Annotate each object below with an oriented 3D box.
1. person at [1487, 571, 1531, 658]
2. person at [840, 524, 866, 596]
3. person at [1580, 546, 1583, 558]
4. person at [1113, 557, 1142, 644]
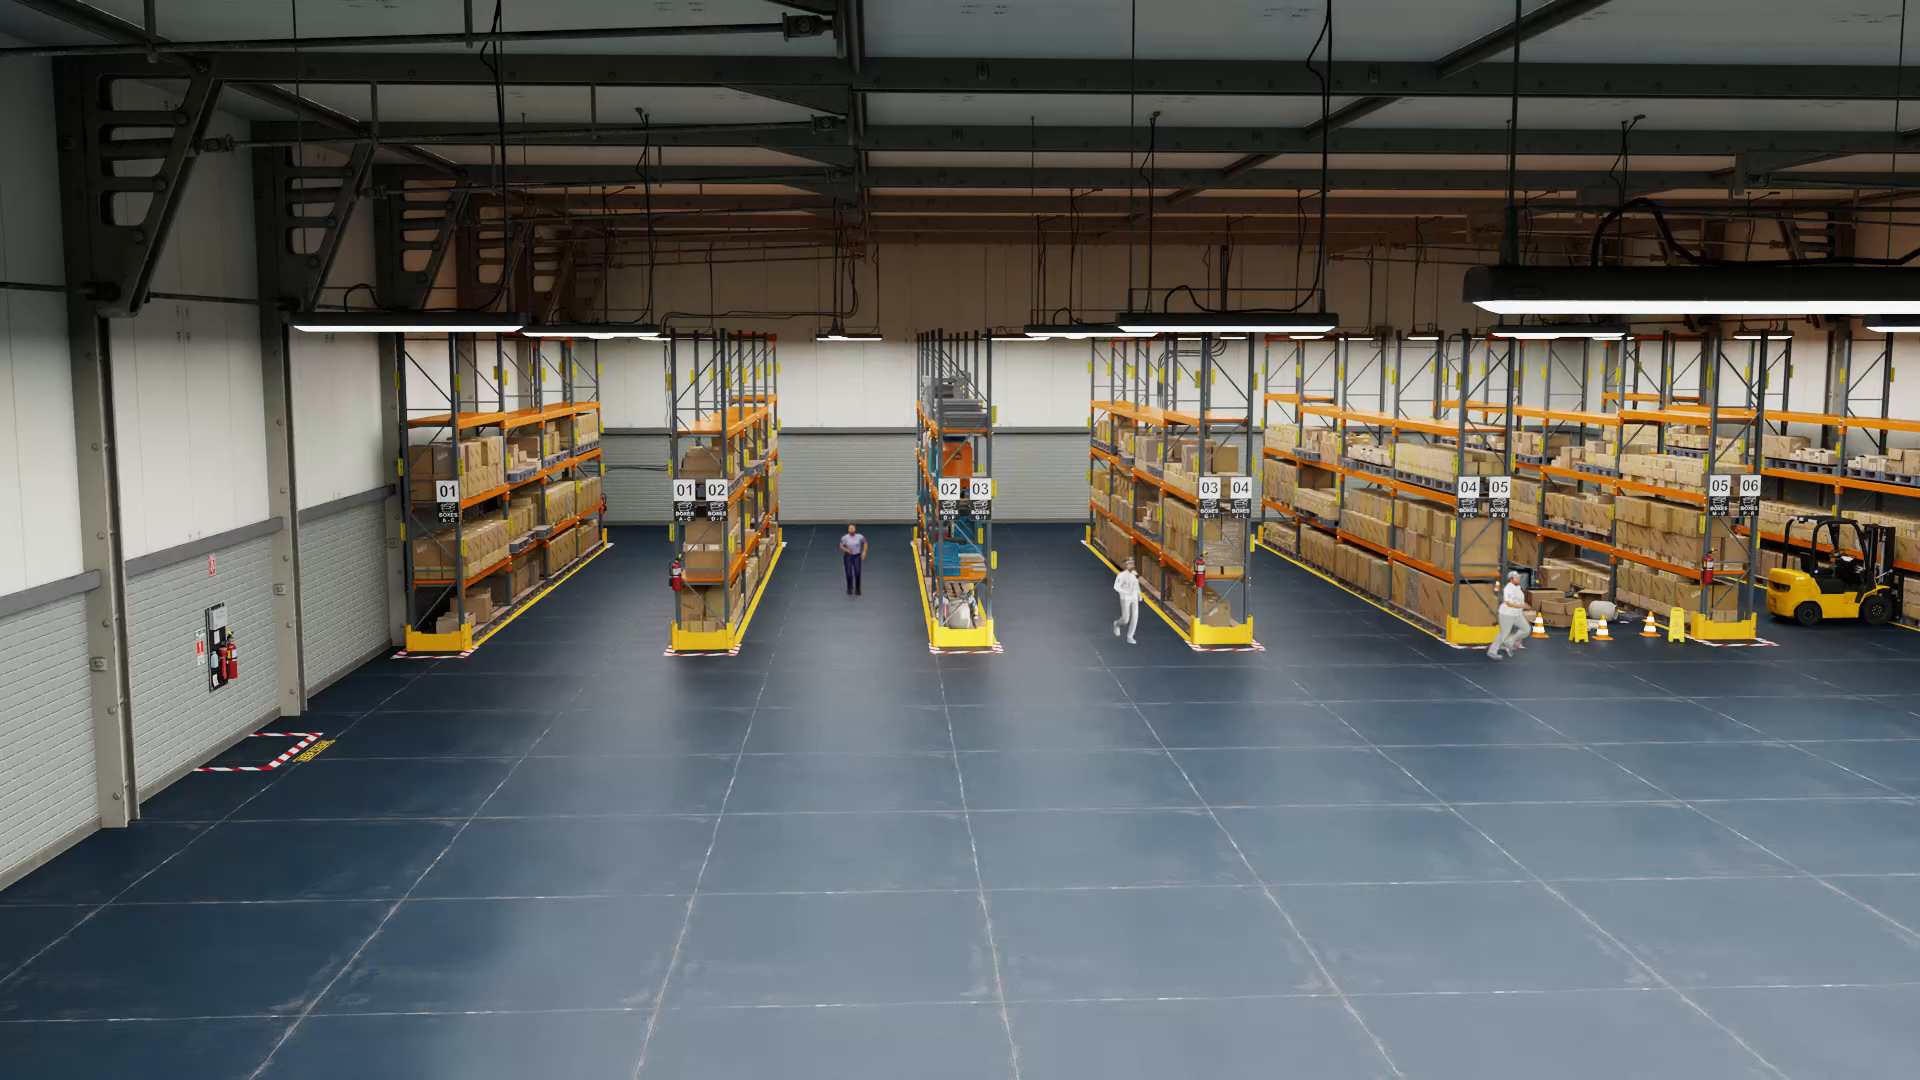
[{"bbox_3d":[10.018,1.354,30.160,0.625,1.622,0.787,-6,9,-43],"label":"person"},{"bbox_3d":[-2.432,0.475,37.899,0.619,1.680,0.691,-1,7,-5],"label":"person"},{"bbox_3d":[16.344,-0.278,44.081,0.642,1.654,0.592,0,7,-3],"label":"person"},{"bbox_3d":[3.225,1.135,31.963,0.619,1.663,0.684,-3,8,-27],"label":"person"}]
